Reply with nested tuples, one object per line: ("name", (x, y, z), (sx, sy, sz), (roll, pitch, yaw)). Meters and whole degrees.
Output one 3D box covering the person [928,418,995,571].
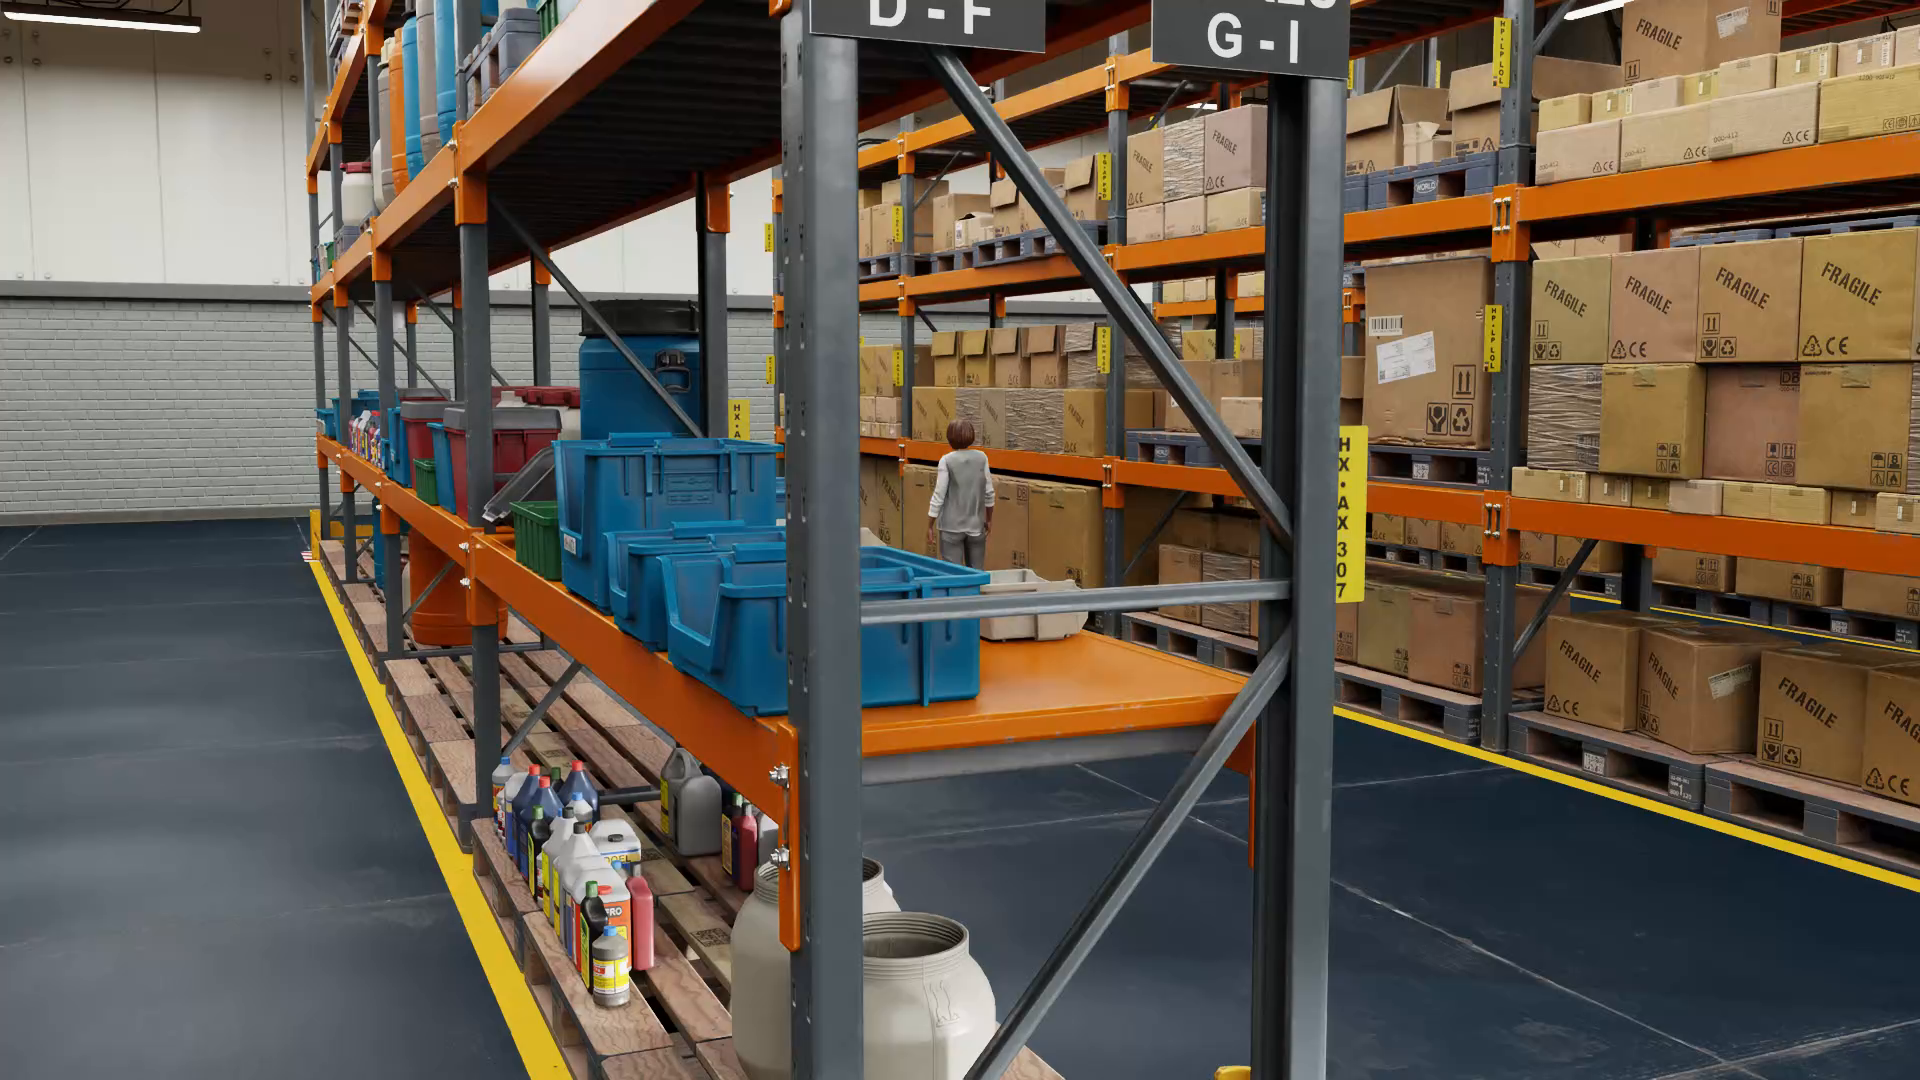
("person", (-0.010, -0.071, 11.838), (0.521, 1.600, 0.472), (-2, 6, -24))
